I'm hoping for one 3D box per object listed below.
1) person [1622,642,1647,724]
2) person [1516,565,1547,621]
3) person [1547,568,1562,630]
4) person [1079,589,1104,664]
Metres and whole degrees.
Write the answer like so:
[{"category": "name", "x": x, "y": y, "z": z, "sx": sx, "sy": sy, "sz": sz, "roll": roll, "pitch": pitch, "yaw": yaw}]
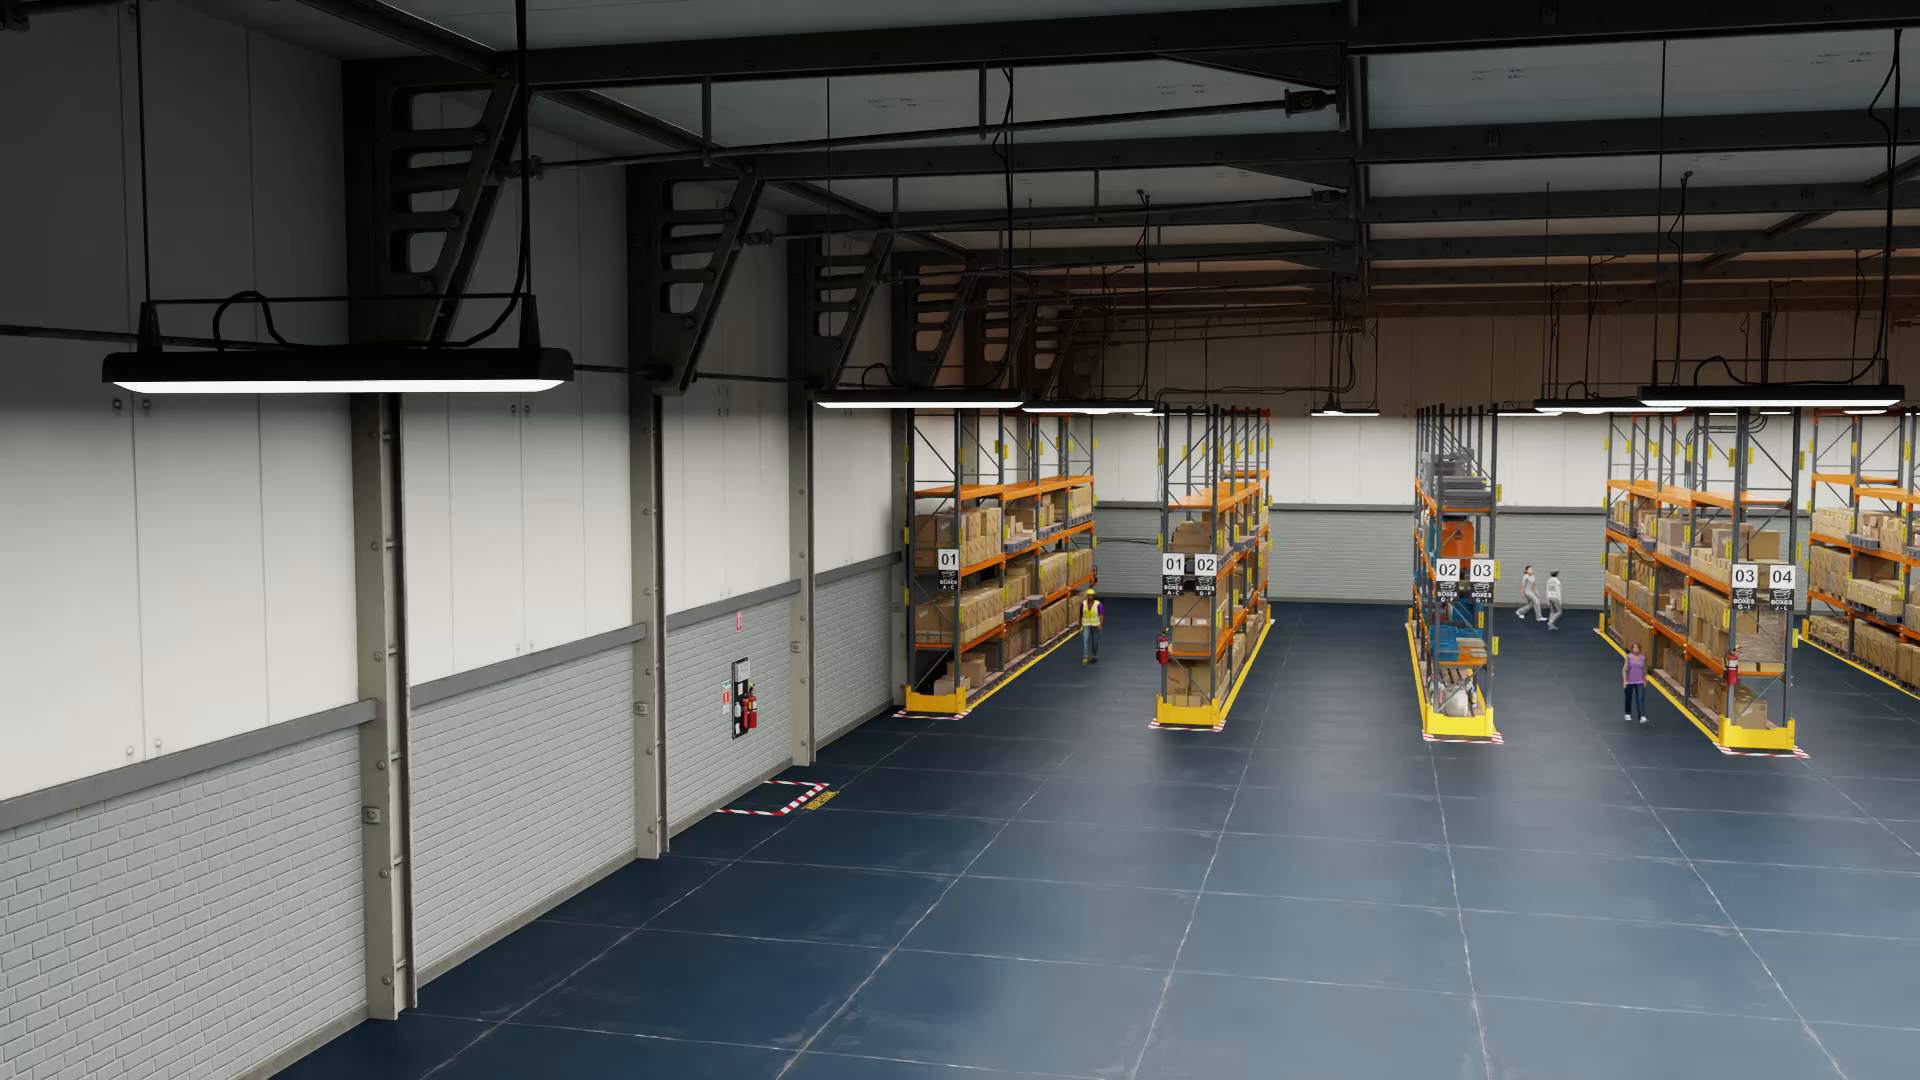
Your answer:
[{"category": "person", "x": 12.630, "y": 2.671, "z": 31.110, "sx": 0.448, "sy": 1.538, "sz": 1.014, "roll": 1, "pitch": 4, "yaw": 19}, {"category": "person", "x": 16.220, "y": 1.497, "z": 47.272, "sx": 0.432, "sy": 1.559, "sz": 1.010, "roll": -3, "pitch": 5, "yaw": -38}, {"category": "person", "x": 16.040, "y": 1.613, "z": 44.995, "sx": 0.511, "sy": 1.687, "sz": 0.539, "roll": -1, "pitch": 4, "yaw": -15}, {"category": "person", "x": 3.075, "y": 2.005, "z": 39.018, "sx": 0.593, "sy": 1.706, "sz": 1.079, "roll": 0, "pitch": 4, "yaw": 5}]
